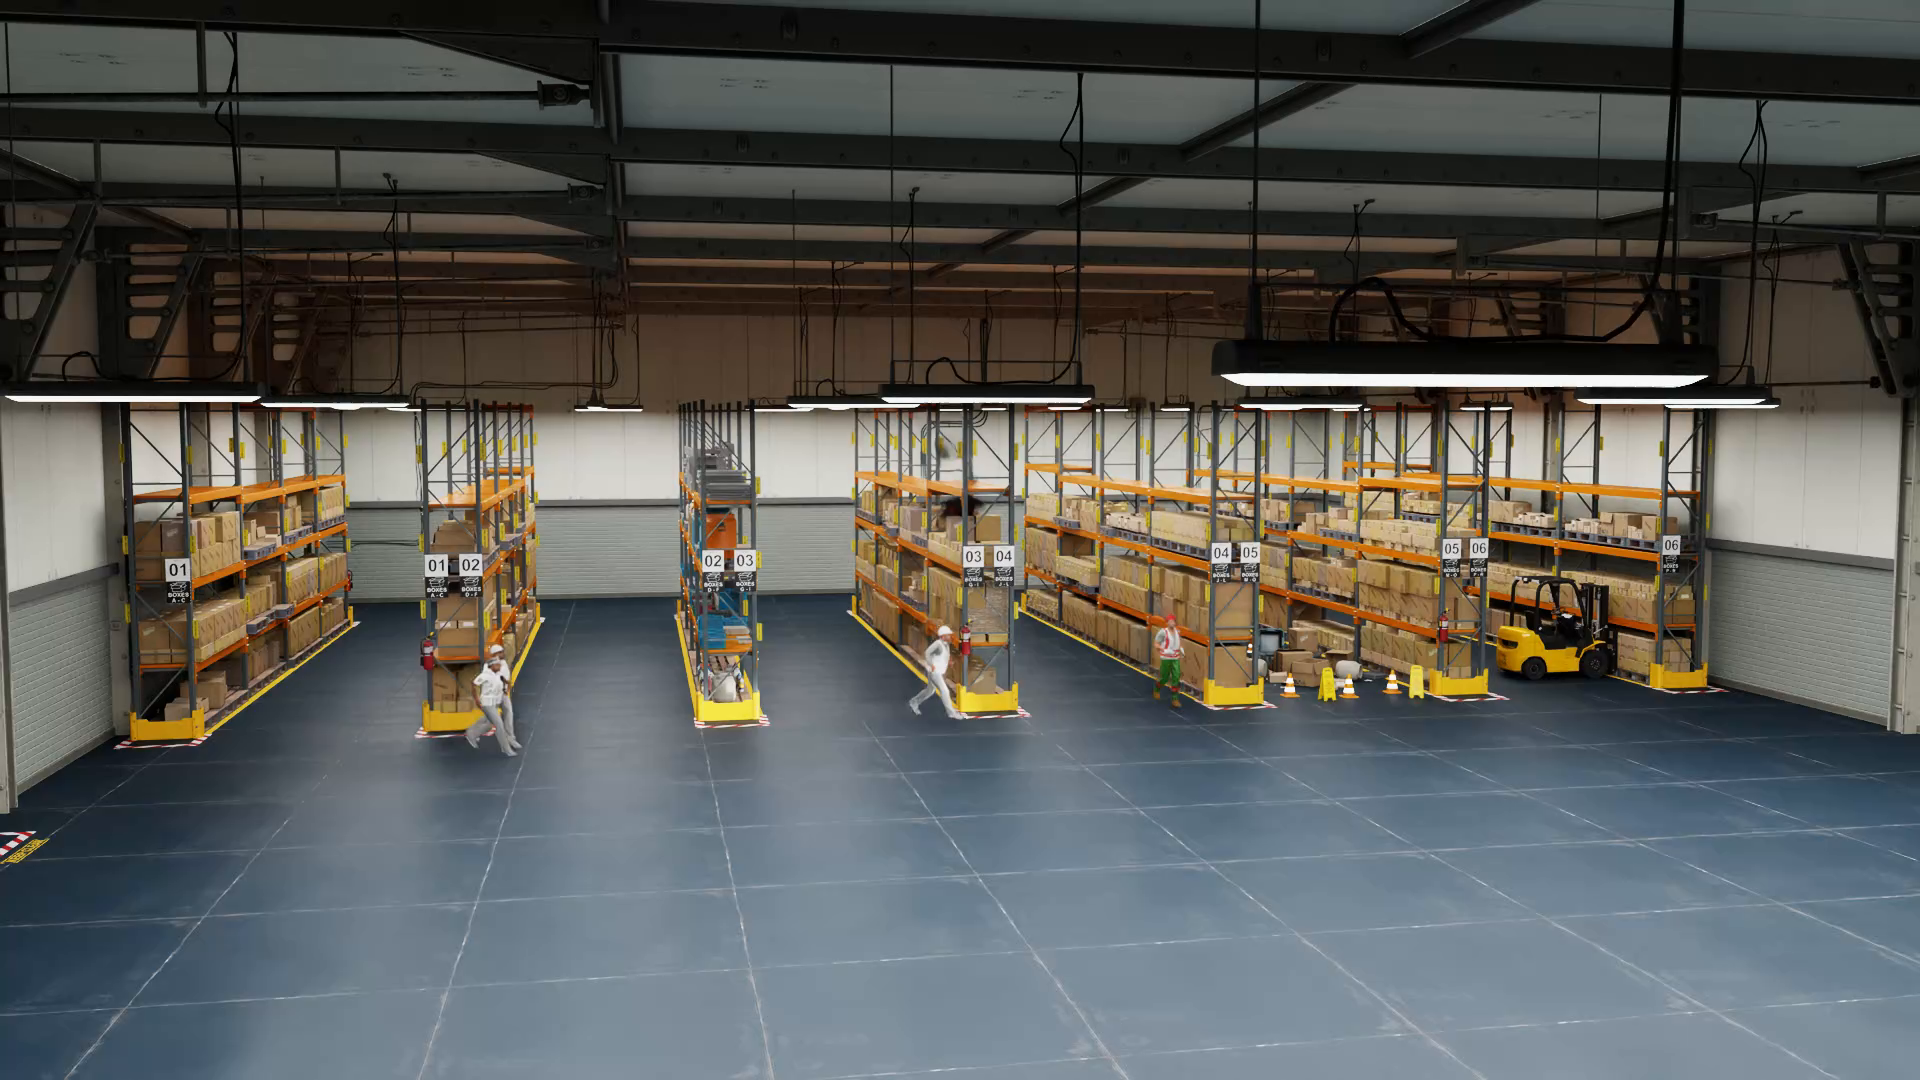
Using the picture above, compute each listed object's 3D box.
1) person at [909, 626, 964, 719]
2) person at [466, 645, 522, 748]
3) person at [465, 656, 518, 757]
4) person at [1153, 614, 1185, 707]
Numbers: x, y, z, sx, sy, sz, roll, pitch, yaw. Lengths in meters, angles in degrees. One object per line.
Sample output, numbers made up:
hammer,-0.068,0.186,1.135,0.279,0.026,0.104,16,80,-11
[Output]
person,-0.436,2.464,31.141,1.077,1.723,0.675,1,5,19
person,-8.002,2.678,28.611,0.986,1.783,0.711,2,5,23
person,-7.899,2.778,27.918,0.990,1.704,0.599,1,5,18
person,4.128,2.352,32.816,0.685,1.795,0.865,-2,5,-24
